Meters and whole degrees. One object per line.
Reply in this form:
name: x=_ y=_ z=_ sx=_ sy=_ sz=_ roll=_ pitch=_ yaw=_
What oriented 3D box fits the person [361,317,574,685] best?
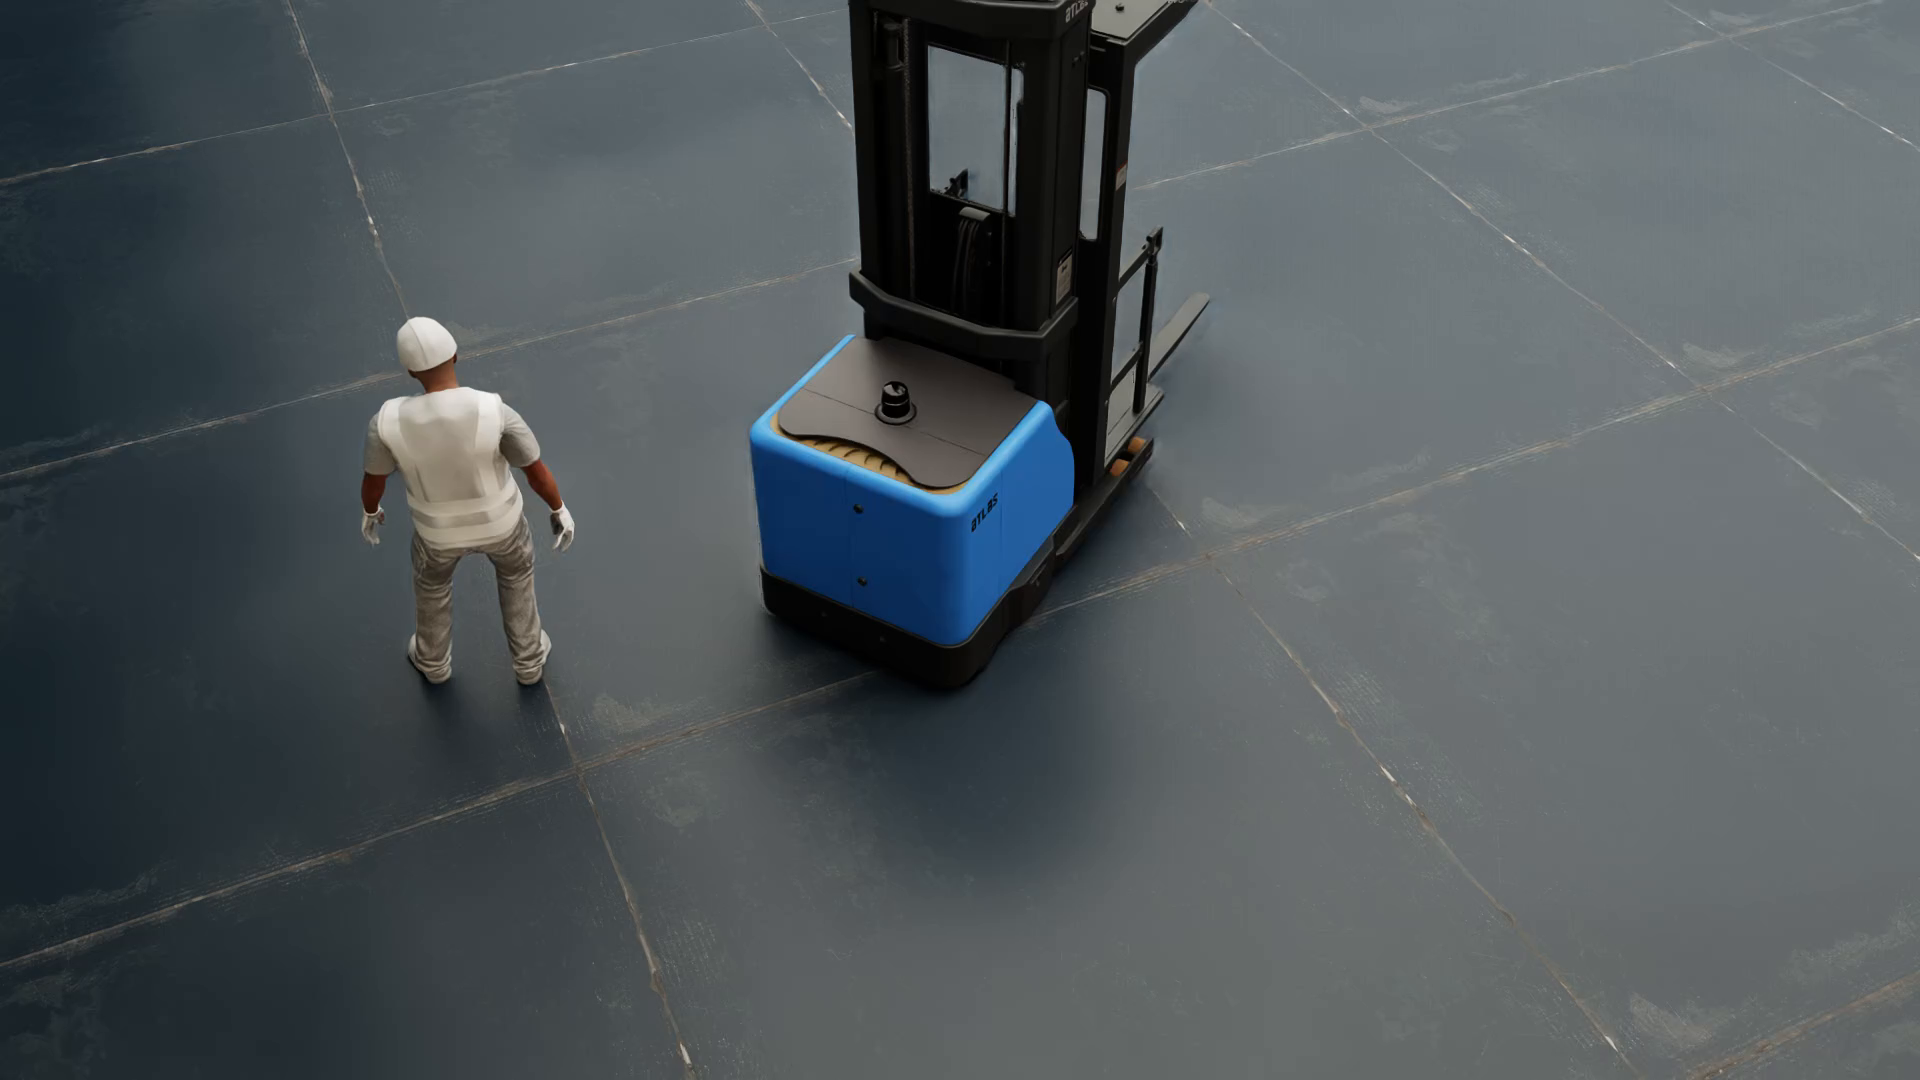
person: x=-1.986 y=-0.121 z=6.676 sx=0.833 sy=1.752 sz=0.426 roll=-7 pitch=44 yaw=-8

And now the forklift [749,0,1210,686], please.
forklift: x=0.294 y=-1.444 z=7.227 sx=1.130 sy=2.935 sz=3.031 roll=21 pitch=47 yaw=21
